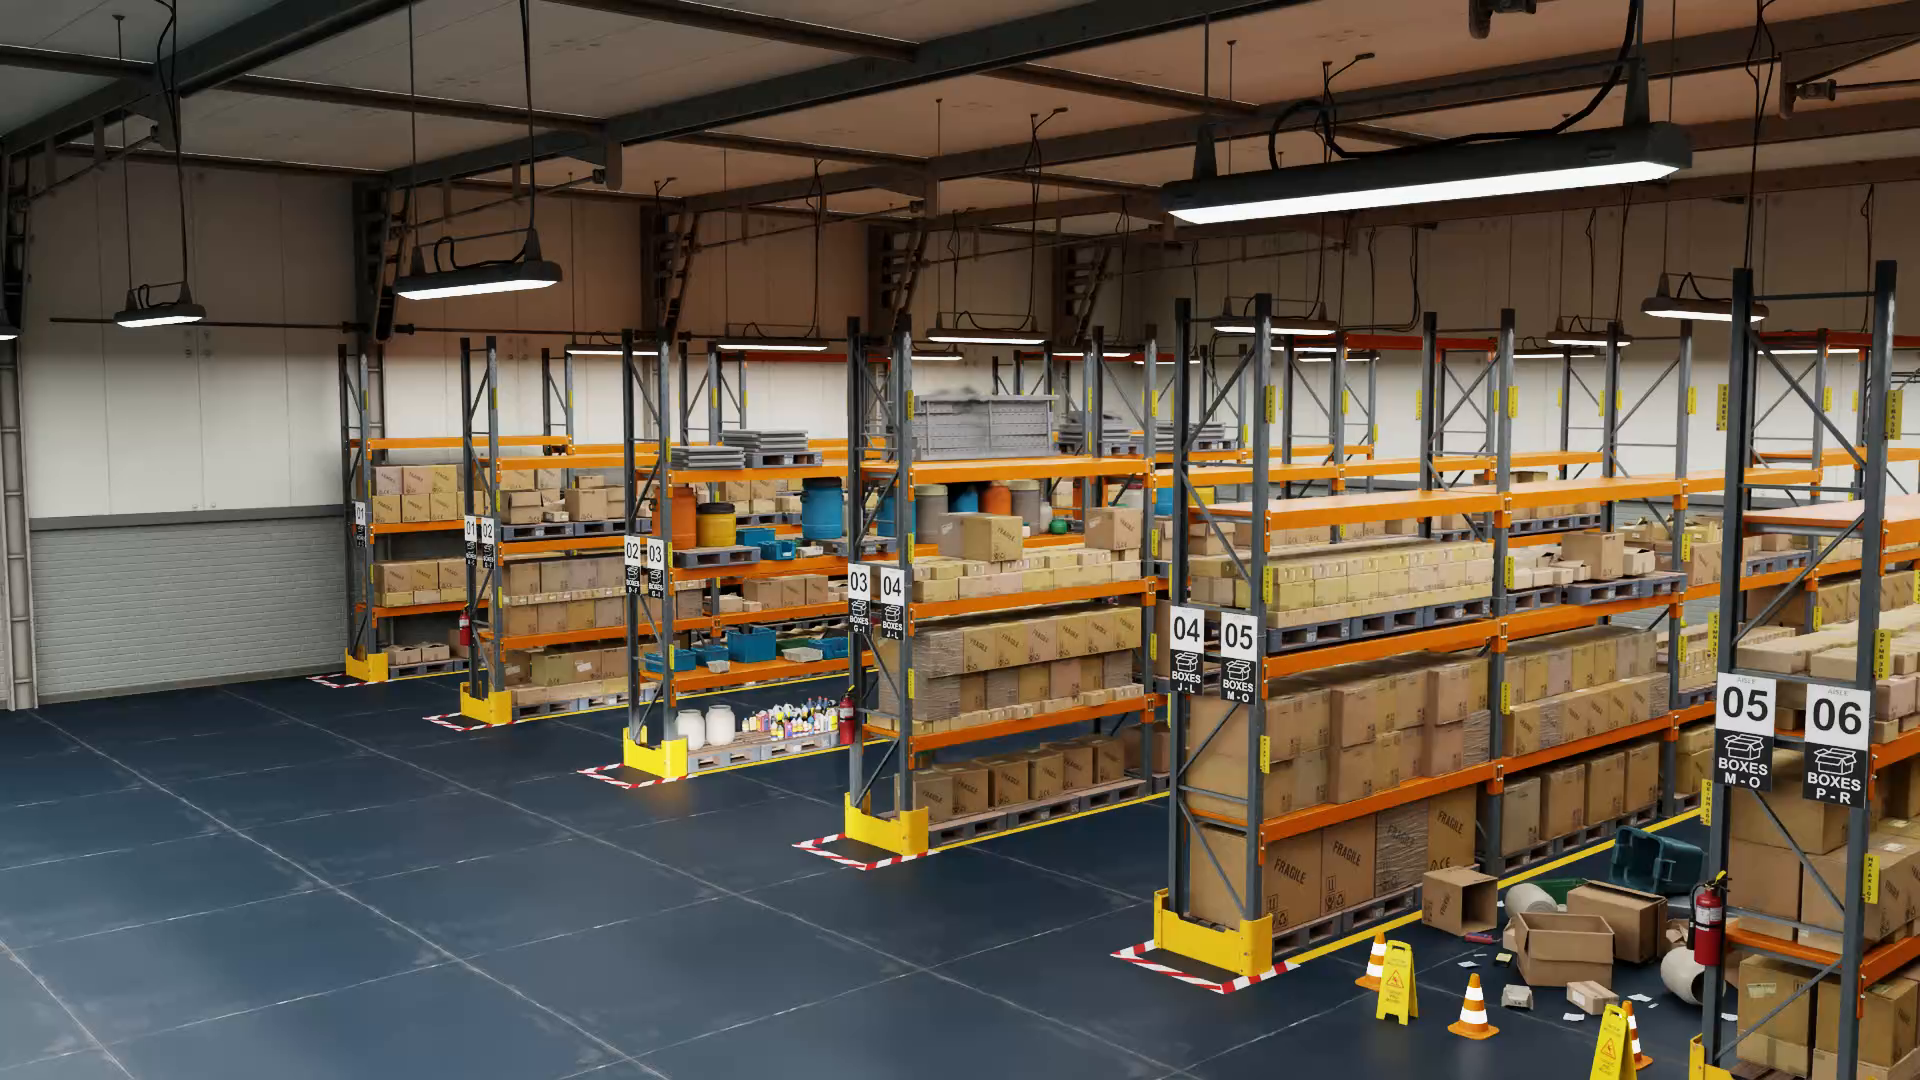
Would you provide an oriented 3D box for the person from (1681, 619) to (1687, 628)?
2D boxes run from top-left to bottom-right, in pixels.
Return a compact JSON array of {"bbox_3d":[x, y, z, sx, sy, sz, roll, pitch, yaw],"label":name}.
[{"bbox_3d":[10.954,2.049,25.288,0.647,1.723,0.732,-3,6,-32],"label":"person"}]

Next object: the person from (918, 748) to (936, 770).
[{"bbox_3d":[-0.522,2.071,21.617,0.635,1.865,0.670,4,7,41],"label":"person"}]
